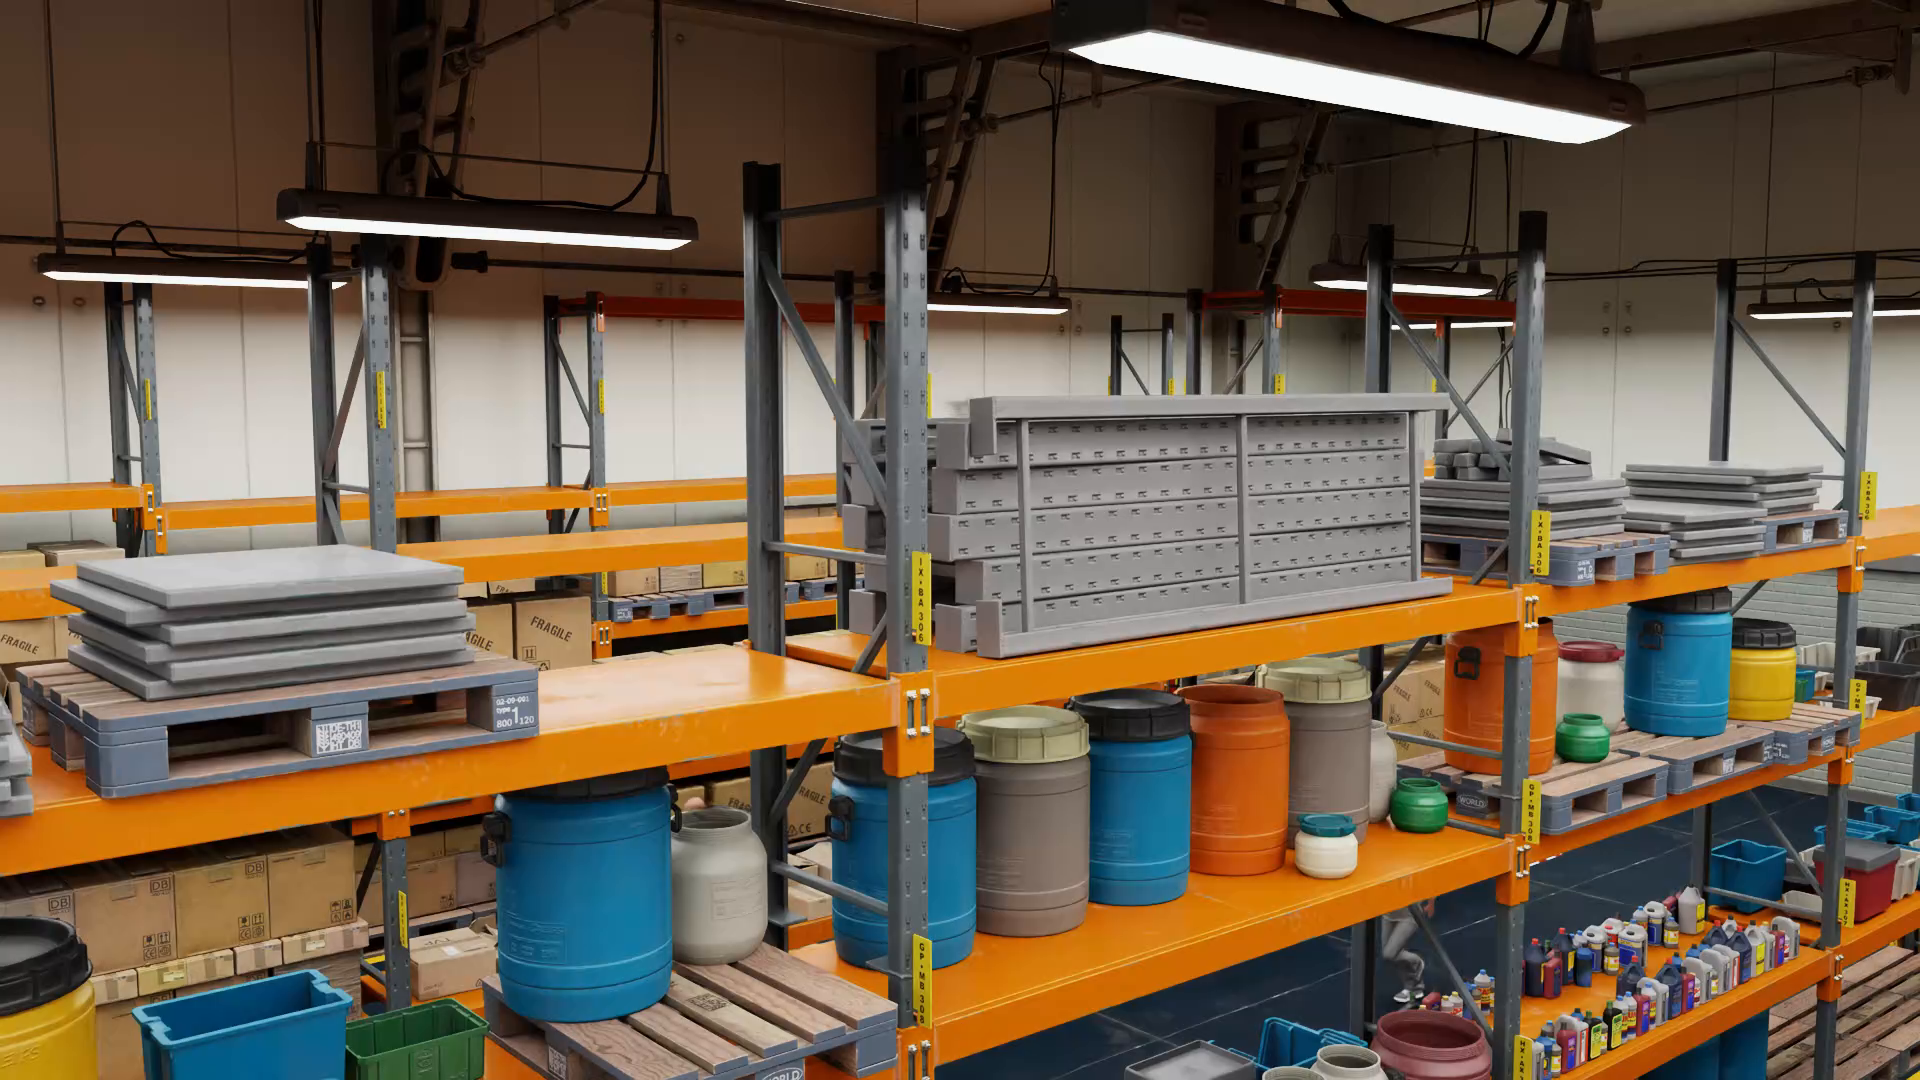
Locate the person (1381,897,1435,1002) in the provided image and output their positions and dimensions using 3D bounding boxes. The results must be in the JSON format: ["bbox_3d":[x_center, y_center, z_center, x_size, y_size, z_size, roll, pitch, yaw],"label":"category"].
[{"bbox_3d":[3.575,3.139,13.621,0.763,1.443,0.569,-4,7,-36],"label":"person"}]

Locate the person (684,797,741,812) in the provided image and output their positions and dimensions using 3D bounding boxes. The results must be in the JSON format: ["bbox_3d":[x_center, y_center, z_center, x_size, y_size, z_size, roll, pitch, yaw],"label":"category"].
[{"bbox_3d":[-2.125,2.985,14.923,0.998,1.476,0.675,-3,6,-28],"label":"person"}]
